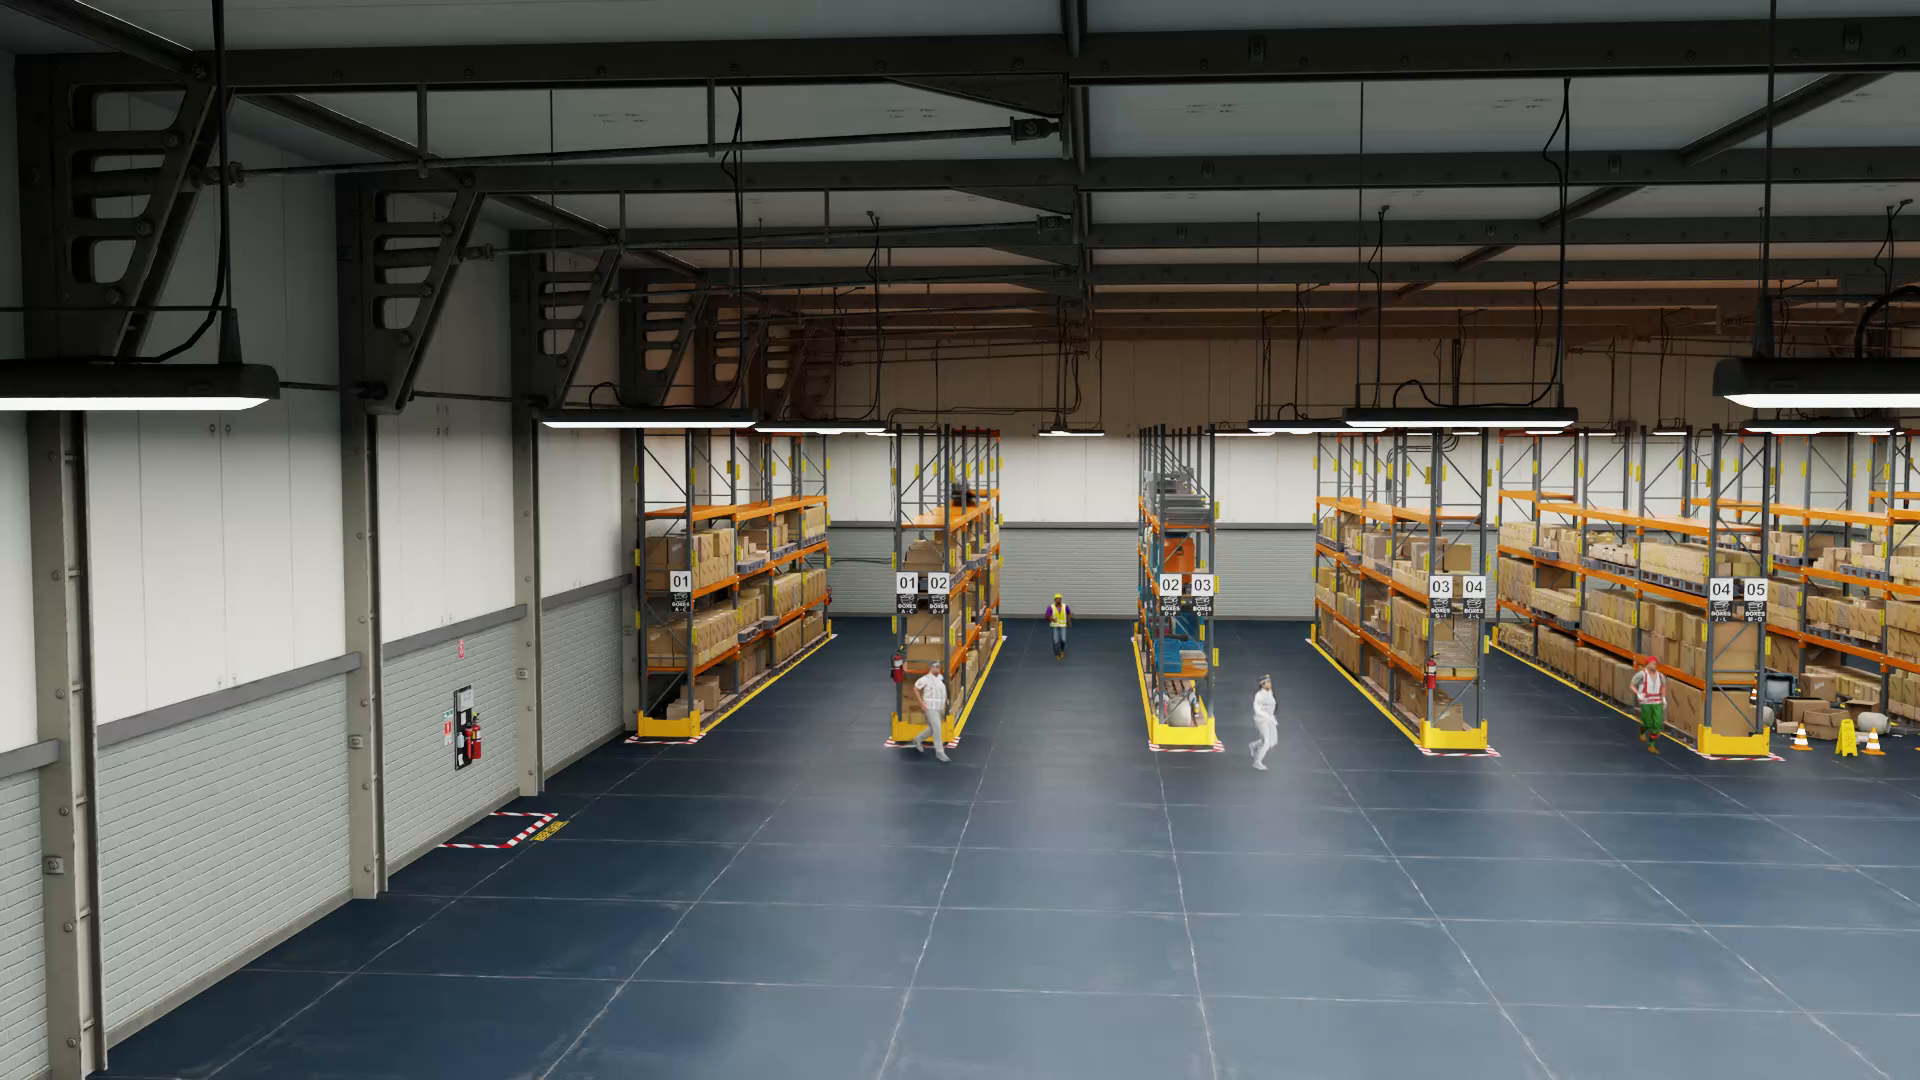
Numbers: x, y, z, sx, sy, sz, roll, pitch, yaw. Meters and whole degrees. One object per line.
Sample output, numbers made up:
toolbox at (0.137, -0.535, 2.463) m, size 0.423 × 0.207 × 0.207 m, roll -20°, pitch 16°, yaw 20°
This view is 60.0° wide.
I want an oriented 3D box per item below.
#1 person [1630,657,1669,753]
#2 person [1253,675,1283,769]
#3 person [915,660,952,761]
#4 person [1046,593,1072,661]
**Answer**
person at (12.647, 3.002, 30.479) m, size 0.674 × 1.750 × 0.567 m, roll 0°, pitch 3°, yaw 1°
person at (5.367, 3.148, 28.835) m, size 0.607 × 1.660 × 0.643 m, roll 3°, pitch 4°, yaw 39°
person at (-0.448, 3.037, 29.872) m, size 0.847 × 1.794 × 0.685 m, roll 2°, pitch 4°, yaw 35°
person at (2.549, 2.240, 42.746) m, size 0.676 × 1.746 × 0.669 m, roll 0°, pitch 3°, yaw -2°
